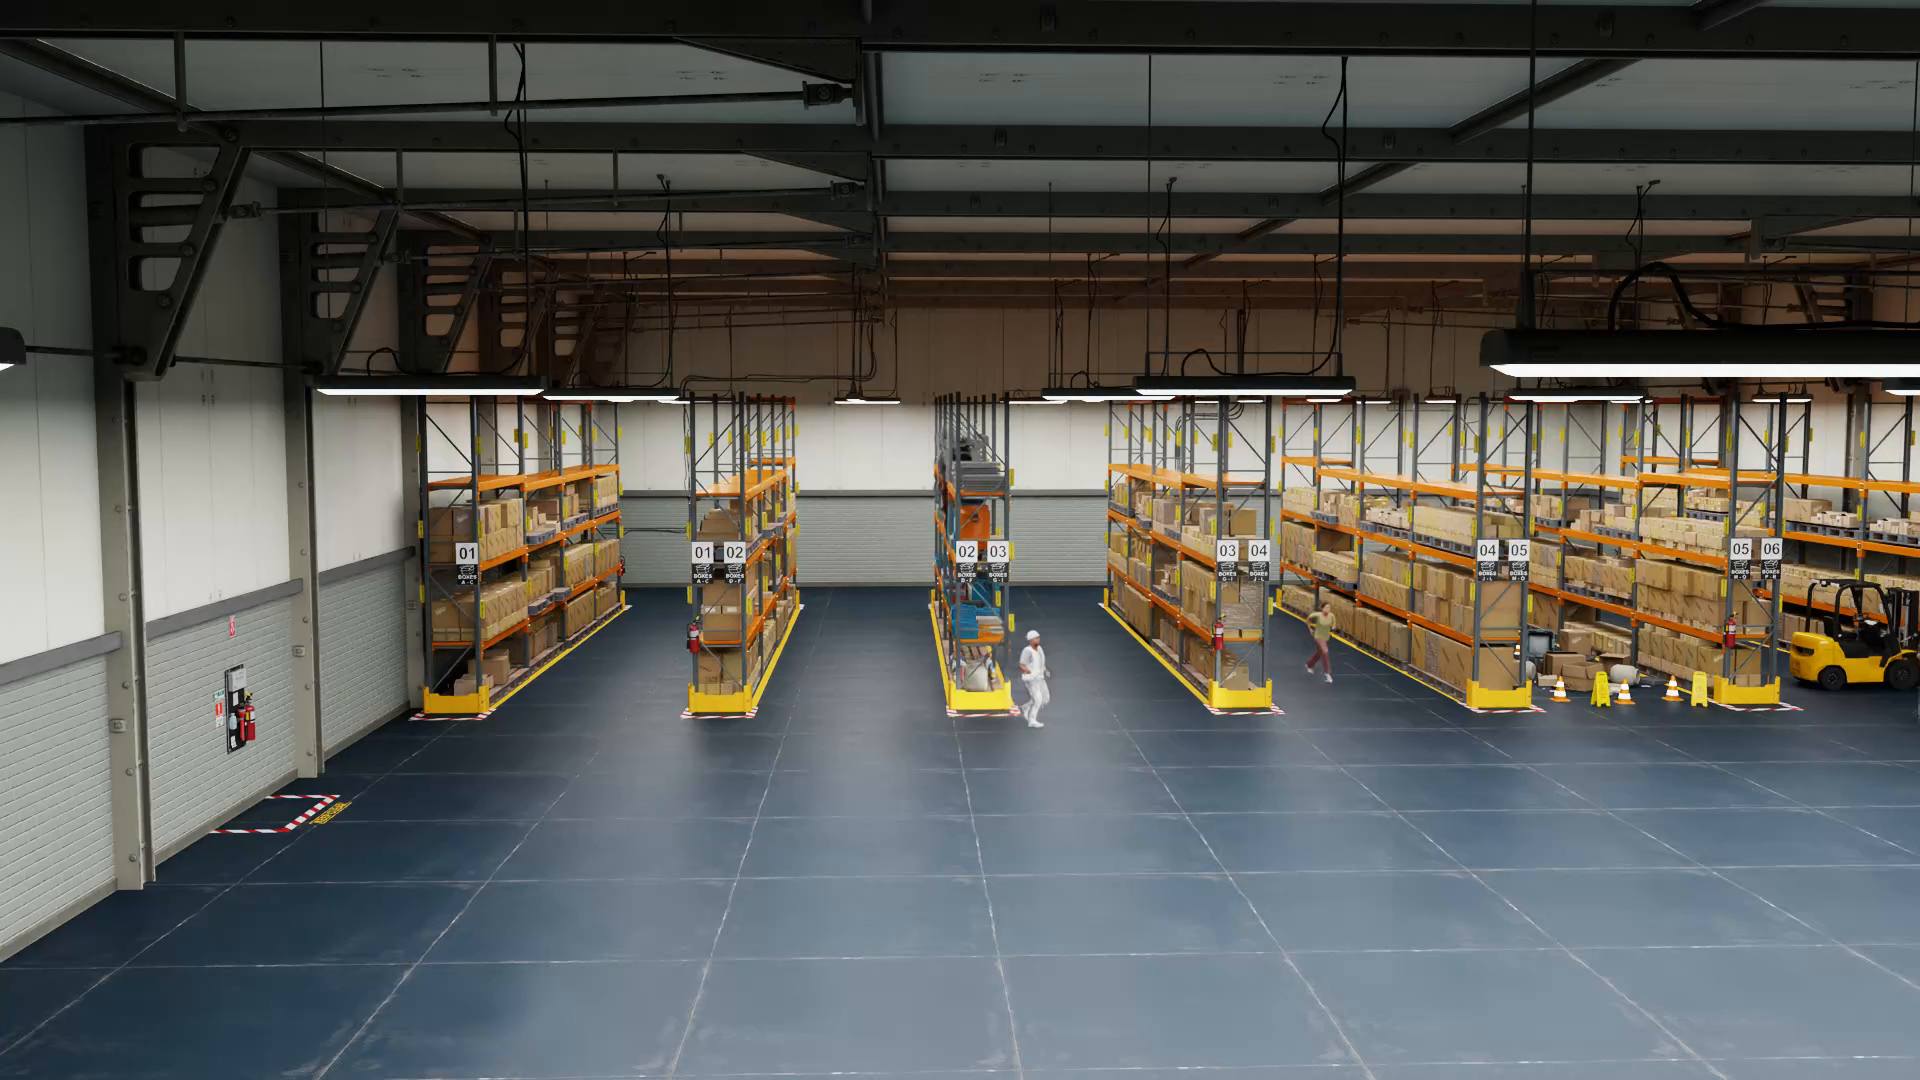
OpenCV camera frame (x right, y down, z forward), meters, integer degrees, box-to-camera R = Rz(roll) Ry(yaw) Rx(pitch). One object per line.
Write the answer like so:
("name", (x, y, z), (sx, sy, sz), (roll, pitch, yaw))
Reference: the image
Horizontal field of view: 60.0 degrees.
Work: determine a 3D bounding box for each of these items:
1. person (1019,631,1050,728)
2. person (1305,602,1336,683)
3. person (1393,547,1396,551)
("person", (1.303, 2.477, 29.667), (0.590, 1.736, 0.662), (3, 5, 32))
("person", (7.577, 2.108, 34.977), (0.579, 1.674, 1.020), (-2, 5, -23))
("person", (12.973, 0.975, 49.232), (0.834, 1.580, 0.539), (0, 5, 1))
